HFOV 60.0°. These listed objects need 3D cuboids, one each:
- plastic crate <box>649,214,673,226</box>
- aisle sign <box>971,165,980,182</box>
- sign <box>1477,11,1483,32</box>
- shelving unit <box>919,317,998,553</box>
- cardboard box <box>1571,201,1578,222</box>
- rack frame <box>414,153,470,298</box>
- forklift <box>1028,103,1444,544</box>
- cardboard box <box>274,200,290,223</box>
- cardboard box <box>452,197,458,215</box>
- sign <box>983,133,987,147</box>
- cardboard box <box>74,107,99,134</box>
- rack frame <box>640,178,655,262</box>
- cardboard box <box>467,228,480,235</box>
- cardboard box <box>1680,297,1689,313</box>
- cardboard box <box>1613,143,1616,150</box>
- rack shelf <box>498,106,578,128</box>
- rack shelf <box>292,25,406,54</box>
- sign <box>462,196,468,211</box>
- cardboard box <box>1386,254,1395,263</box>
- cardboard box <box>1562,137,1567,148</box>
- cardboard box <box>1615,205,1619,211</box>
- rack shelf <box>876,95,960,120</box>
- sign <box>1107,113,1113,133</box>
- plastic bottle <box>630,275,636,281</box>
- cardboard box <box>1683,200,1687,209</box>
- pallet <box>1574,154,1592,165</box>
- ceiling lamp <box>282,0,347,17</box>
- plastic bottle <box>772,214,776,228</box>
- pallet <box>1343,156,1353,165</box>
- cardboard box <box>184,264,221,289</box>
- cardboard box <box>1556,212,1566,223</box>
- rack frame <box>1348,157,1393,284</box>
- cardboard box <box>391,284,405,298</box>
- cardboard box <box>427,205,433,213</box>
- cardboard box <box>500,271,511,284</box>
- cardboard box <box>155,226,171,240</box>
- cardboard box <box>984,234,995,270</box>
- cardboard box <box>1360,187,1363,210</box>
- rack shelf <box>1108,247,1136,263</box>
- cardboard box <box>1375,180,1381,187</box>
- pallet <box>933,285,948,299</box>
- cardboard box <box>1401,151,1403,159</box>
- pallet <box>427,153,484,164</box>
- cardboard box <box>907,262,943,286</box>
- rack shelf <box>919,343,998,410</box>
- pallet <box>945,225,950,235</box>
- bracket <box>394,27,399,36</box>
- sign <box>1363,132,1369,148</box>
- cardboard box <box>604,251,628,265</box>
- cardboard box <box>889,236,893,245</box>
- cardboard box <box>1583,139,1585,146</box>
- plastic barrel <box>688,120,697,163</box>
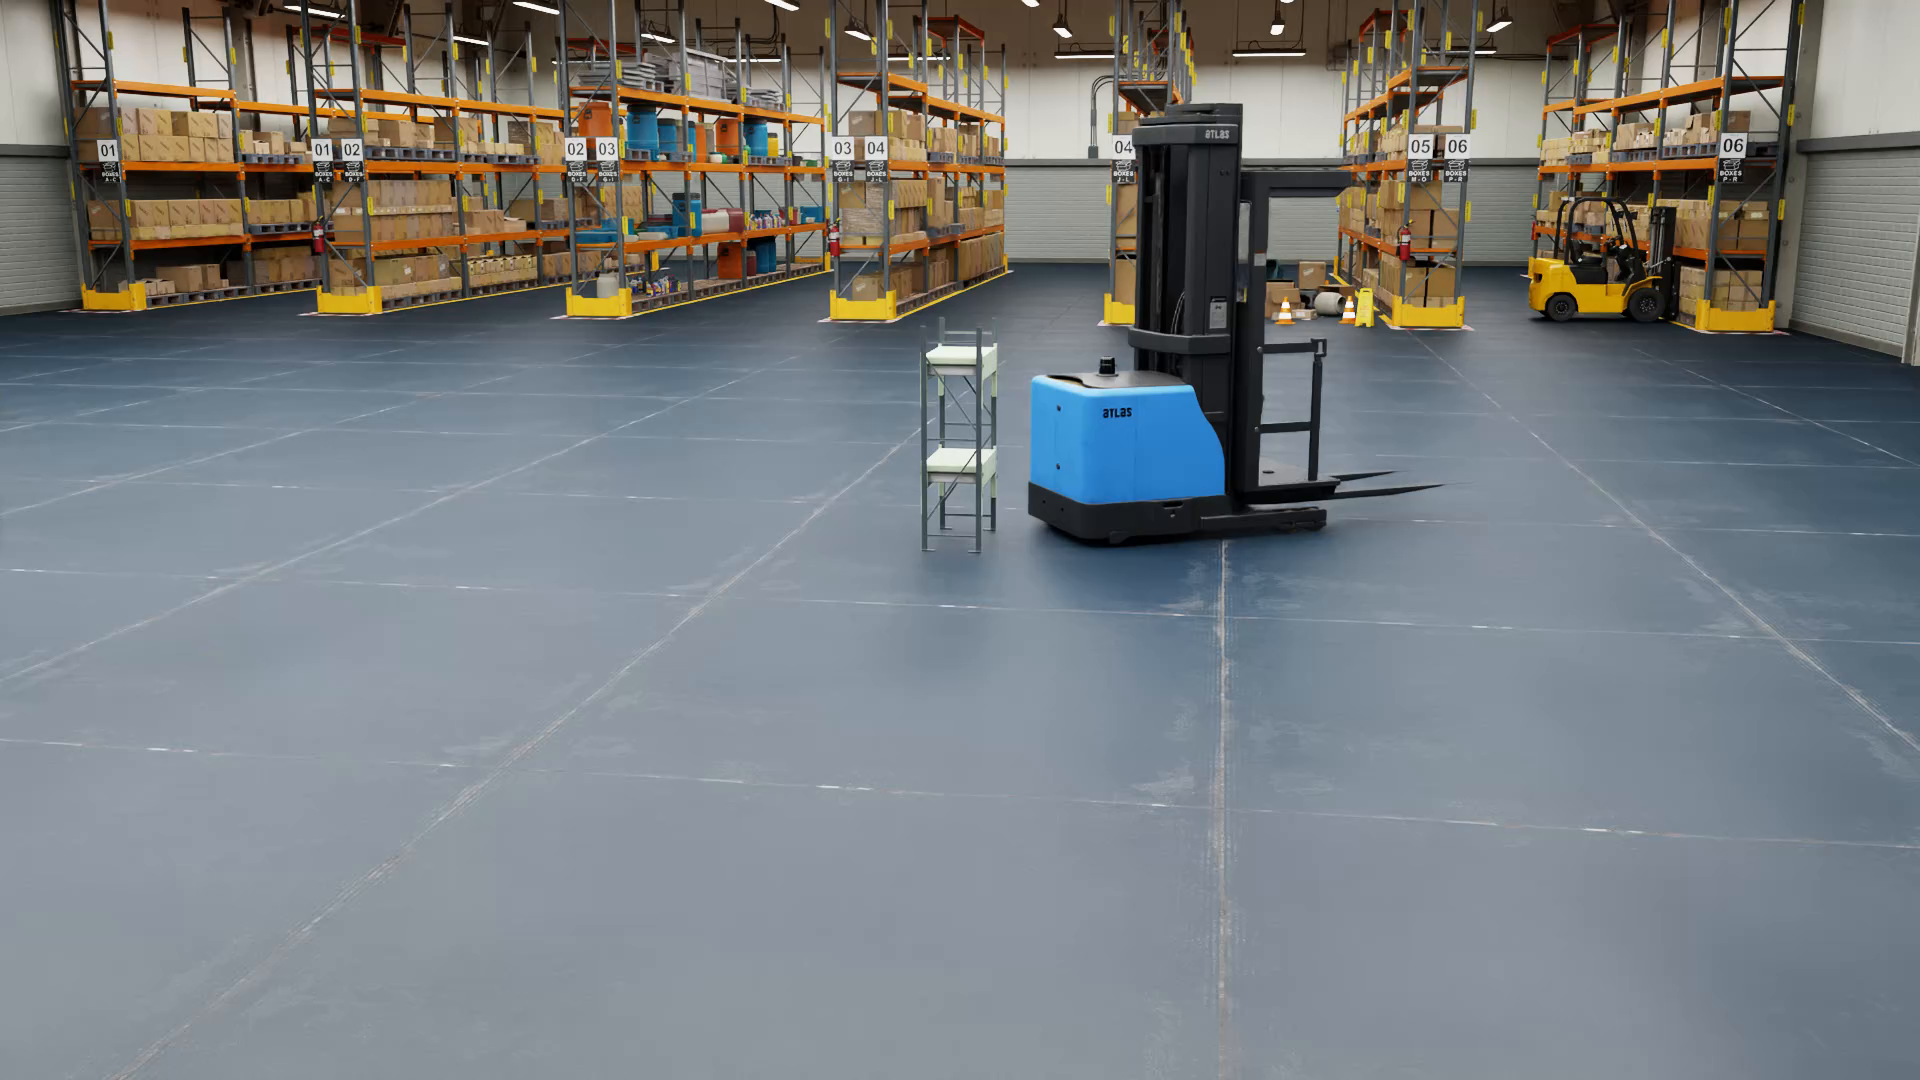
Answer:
[{"bbox_3d":[-6.270,-6.600,34.845,0.402,0.464,0.583,2,12,9],"label":"plastic crate"},{"bbox_3d":[0.412,-10.091,45.025,0.394,0.787,0.004,2,12,9],"label":"aisle sign"},{"bbox_3d":[8.565,-8.554,27.419,0.100,0.325,0.005,2,12,9],"label":"sign"},{"bbox_3d":[-0.001,-0.732,11.329,0.431,1.500,0.755,2,12,9],"label":"shelving unit"},{"bbox_3d":[14.404,-7.534,38.099,0.700,0.500,0.500,2,12,9],"label":"cardboard box"},{"bbox_3d":[-10.936,-6.619,35.086,1.000,3.000,0.127,2,12,9],"label":"rack frame"},{"bbox_3d":[2.062,-1.577,11.854,3.031,2.935,1.130,-5,13,-21],"label":"forklift"},{"bbox_3d":[-15.556,-7.402,37.436,0.700,0.500,0.500,4,13,16],"label":"cardboard box"},{"bbox_3d":[-14.282,-9.007,45.453,0.980,0.700,0.700,1,12,6],"label":"cardboard box"},{"bbox_3d":[0.620,-9.820,40.845,0.100,0.325,0.005,2,12,9],"label":"sign"},{"bbox_3d":[-16.639,-8.058,31.985,0.500,0.500,0.500,2,12,11],"label":"cardboard box"},{"bbox_3d":[-9.091,-9.117,46.677,1.000,3.000,0.127,2,12,9],"label":"rack frame"},{"bbox_3d":[-10.598,-6.674,35.938,0.380,0.149,0.250,2,12,9],"label":"cardboard box"},{"bbox_3d":[12.780,-4.056,28.722,0.500,0.250,0.500,2,12,9],"label":"cardboard box"},{"bbox_3d":[13.810,-8.192,34.587,0.380,0.166,0.250,2,12,9],"label":"cardboard box"},{"bbox_3d":[-10.014,-10.253,40.367,1.077,0.370,4.000,2,12,9],"label":"rack shelf"},{"bbox_3d":[-14.909,-12.233,40.716,1.077,0.370,4.000,2,12,9],"label":"rack shelf"},{"bbox_3d":[-10.388,-7.063,34.904,0.100,0.325,0.005,2,12,9],"label":"sign"},{"bbox_3d":[8.092,-5.220,30.803,0.380,0.149,0.250,3,12,12],"label":"cardboard box"},{"bbox_3d":[14.688,-9.483,39.719,0.500,0.250,0.500,2,12,8],"label":"cardboard box"},{"bbox_3d":[13.770,-6.848,34.372,0.380,0.149,0.250,2,12,10],"label":"cardboard box"},{"bbox_3d":[-0.841,-9.099,35.011,1.077,0.370,4.000,2,12,9],"label":"rack shelf"},{"bbox_3d":[2.588,-7.164,28.580,0.100,0.325,0.005,2,12,9],"label":"sign"},{"bbox_3d":[-6.606,-5.184,33.671,0.144,0.351,0.185,1,12,6],"label":"plastic bottle"},{"bbox_3d":[13.066,-5.947,29.487,0.380,0.149,0.250,2,12,9],"label":"cardboard box"},{"bbox_3d":[14.453,-8.506,37.170,1.213,0.211,1.003,2,12,9],"label":"pallet"},{"bbox_3d":[-13.080,-12.446,34.028,0.800,3.185,2.000,2,12,9],"label":"ceiling lamp"},{"bbox_3d":[-4.630,-7.897,41.133,0.144,0.351,0.185,2,12,9],"label":"plastic bottle"},{"bbox_3d":[10.385,-9.742,42.669,1.003,0.211,1.213,2,12,9],"label":"pallet"},{"bbox_3d":[-15.952,-5.554,35.036,0.500,0.500,0.500,1,12,4],"label":"cardboard box"},{"bbox_3d":[14.679,-7.772,40.087,0.500,0.250,0.500,2,12,9],"label":"cardboard box"},{"bbox_3d":[9.874,-7.641,39.831,1.000,3.000,0.127,2,12,9],"label":"rack frame"},{"bbox_3d":[-11.176,-4.856,32.436,0.500,0.250,0.500,2,12,9],"label":"cardboard box"},{"bbox_3d":[-10.925,-6.710,33.730,0.380,0.149,0.250,2,12,8],"label":"cardboard box"},{"bbox_3d":[-10.393,-5.876,37.169,0.500,0.250,0.500,2,12,10],"label":"cardboard box"},{"bbox_3d":[-15.992,-6.082,32.904,0.500,0.250,0.500,1,12,7],"label":"cardboard box"},{"bbox_3d":[0.401,-7.451,42.995,0.875,0.875,0.875,2,12,9],"label":"cardboard box"},{"bbox_3d":[9.151,-7.570,36.886,0.500,0.500,0.500,2,12,10],"label":"cardboard box"},{"bbox_3d":[3.429,-5.347,30.894,1.077,0.370,4.000,2,12,9],"label":"rack shelf"},{"bbox_3d":[10.179,-8.553,39.912,0.380,0.149,0.250,2,12,8],"label":"cardboard box"},{"bbox_3d":[-0.845,-5.351,35.821,1.003,0.211,1.213,2,12,9],"label":"pallet"},{"bbox_3d":[7.984,-6.781,29.316,0.380,0.149,0.250,2,12,8],"label":"cardboard box"},{"bbox_3d":[-10.814,-8.176,35.644,0.805,0.209,1.217,1,12,6],"label":"pallet"},{"bbox_3d":[-0.770,-5.749,35.937,0.700,0.500,0.500,3,13,13],"label":"cardboard box"},{"bbox_3d":[-0.001,-1.113,11.247,0.431,0.370,0.720,2,12,9],"label":"rack shelf"},{"bbox_3d":[-0.797,-6.623,35.559,1.003,0.211,1.213,2,12,9],"label":"pallet"},{"bbox_3d":[-14.934,-13.385,43.697,0.235,0.232,0.430,2,12,9],"label":"bracket"},{"bbox_3d":[8.712,-8.586,35.679,0.100,0.325,0.005,2,12,9],"label":"sign"},{"bbox_3d":[-9.422,-7.670,44.846,0.797,0.503,0.637,2,12,9],"label":"cardboard box"},{"bbox_3d":[-1.427,-5.445,30.234,0.380,0.149,0.250,2,12,9],"label":"cardboard box"},{"bbox_3d":[14.170,-8.906,37.235,0.380,0.149,0.250,2,12,9],"label":"cardboard box"},{"bbox_3d":[-5.978,-8.554,35.756,0.600,0.901,0.708,2,12,9],"label":"plastic barrel"}]
